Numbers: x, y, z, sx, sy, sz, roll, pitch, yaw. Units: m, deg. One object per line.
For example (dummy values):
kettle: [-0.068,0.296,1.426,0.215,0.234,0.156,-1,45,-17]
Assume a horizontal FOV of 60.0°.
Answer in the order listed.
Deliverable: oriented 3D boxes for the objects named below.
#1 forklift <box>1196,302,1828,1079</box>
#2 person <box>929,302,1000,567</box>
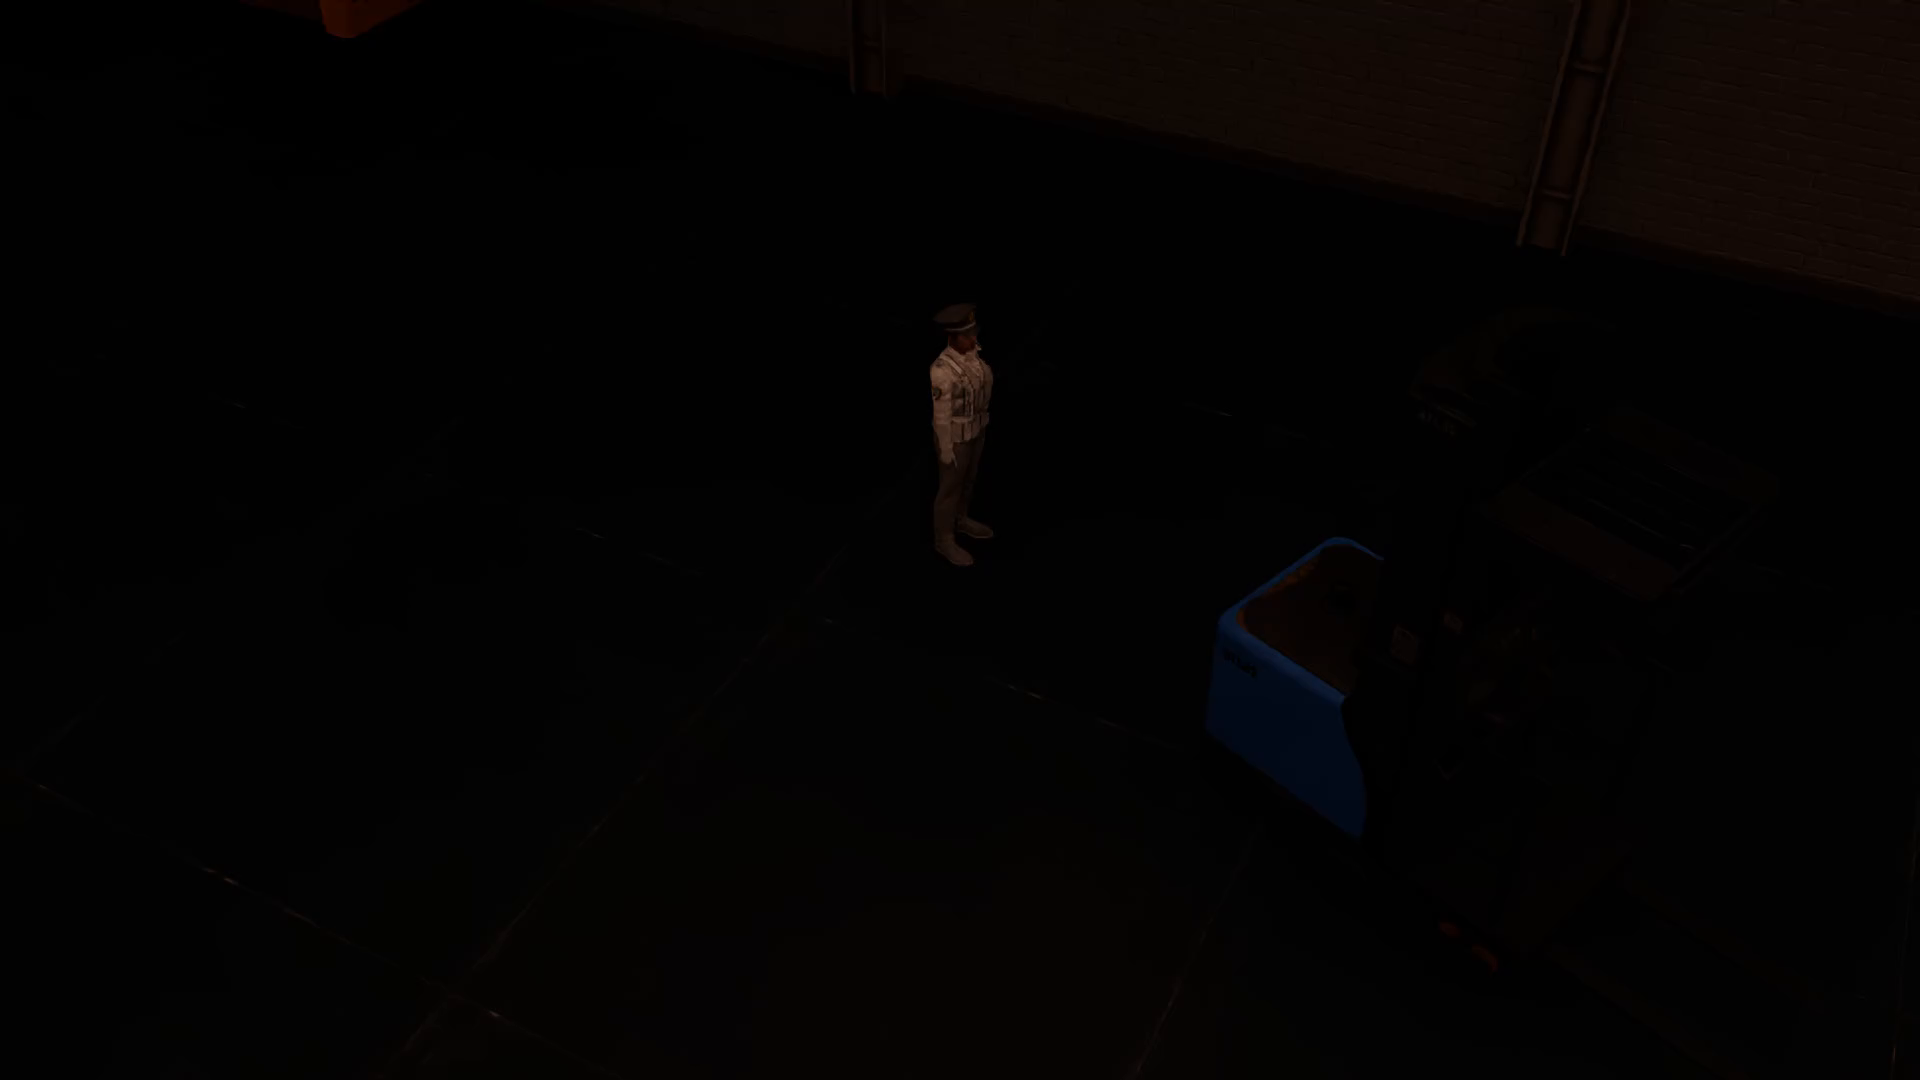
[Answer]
forklift: [2.616,0.566,7.315,1.130,2.935,3.031,-31,49,-31]
person: [0.014,-0.641,9.714,0.336,1.692,0.463,18,43,21]
